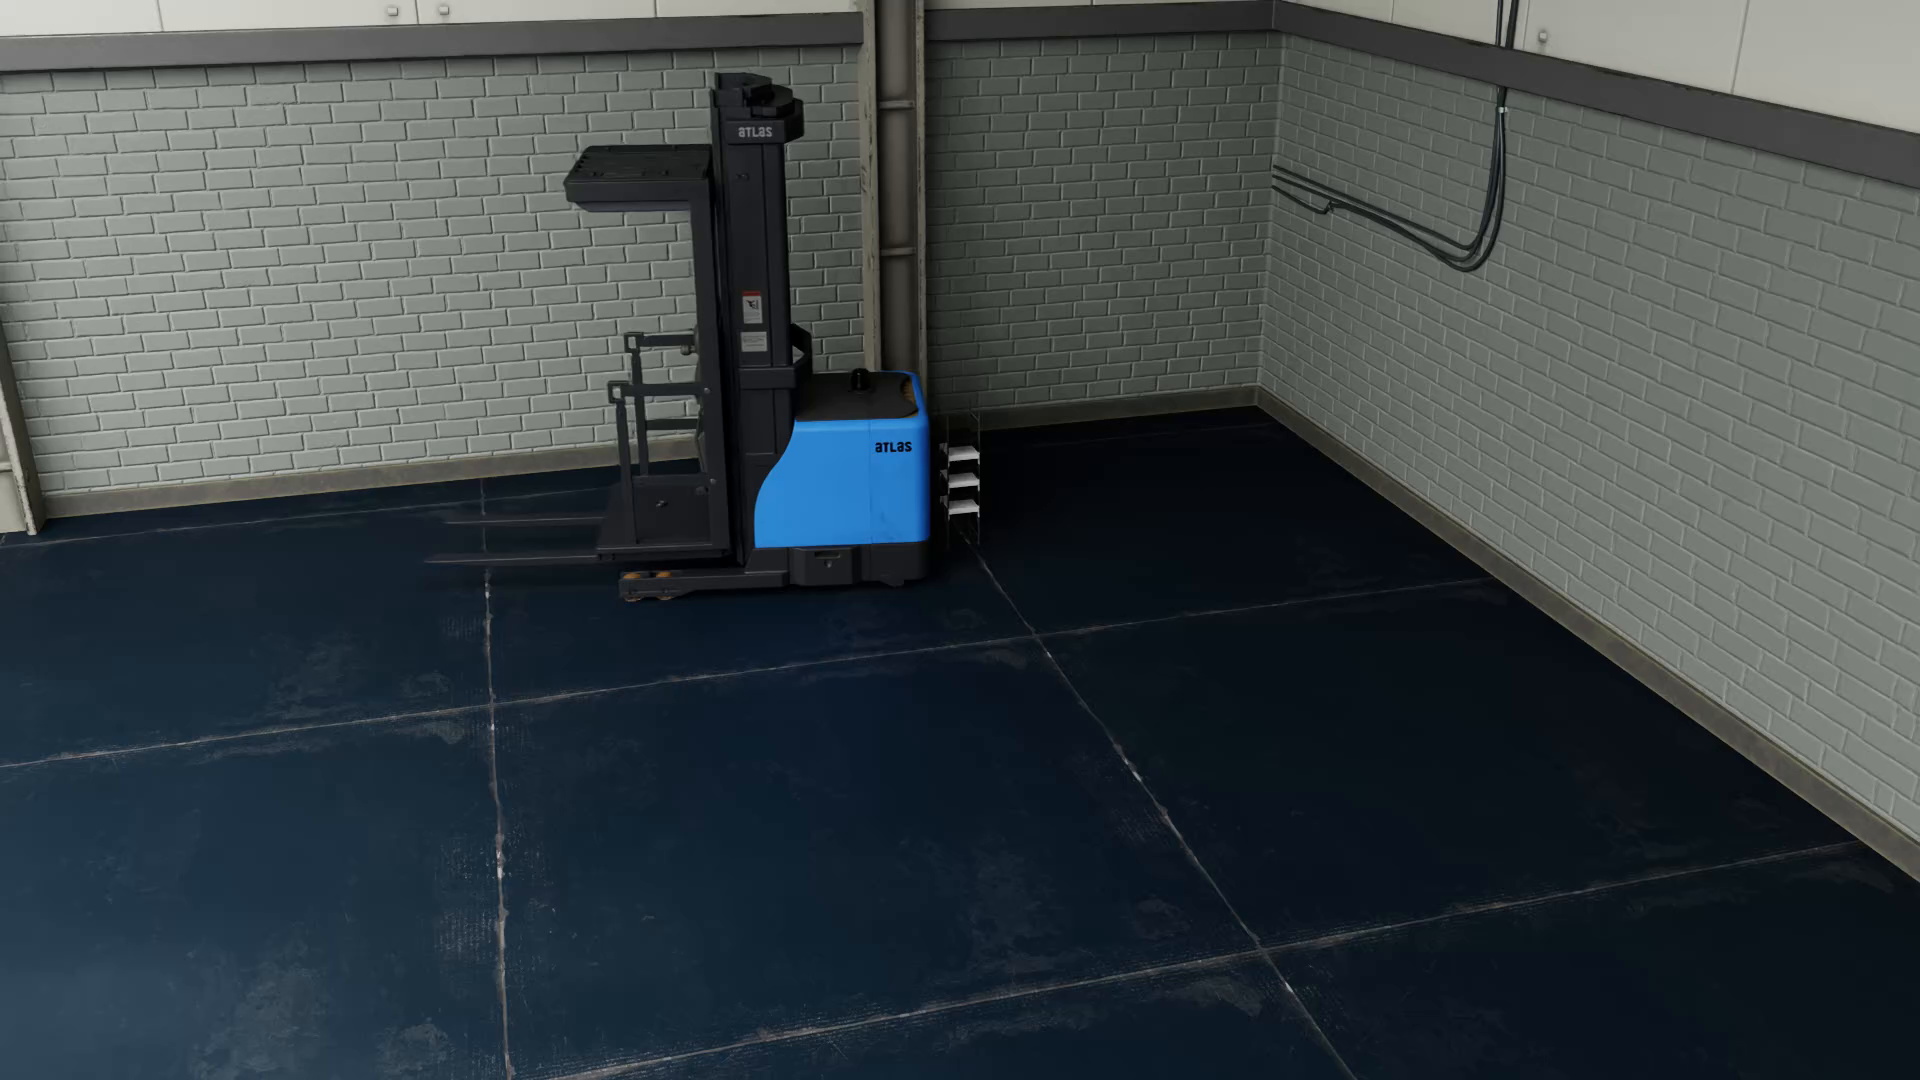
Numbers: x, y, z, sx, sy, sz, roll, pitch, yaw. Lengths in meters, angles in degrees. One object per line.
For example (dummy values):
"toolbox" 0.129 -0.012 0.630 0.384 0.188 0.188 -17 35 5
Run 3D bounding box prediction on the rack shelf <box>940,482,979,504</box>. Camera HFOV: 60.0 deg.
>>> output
"rack shelf" -0.008 -0.299 10.619 0.200 0.077 0.258 -6 24 -14

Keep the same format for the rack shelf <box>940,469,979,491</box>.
"rack shelf" -0.008 -0.382 10.584 0.200 0.077 0.258 -6 24 -14

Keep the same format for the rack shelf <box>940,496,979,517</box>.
"rack shelf" -0.008 -0.217 10.655 0.200 0.077 0.258 -6 24 -14

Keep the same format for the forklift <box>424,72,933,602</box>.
"forklift" -1.711 -1.198 9.826 3.031 2.935 1.130 -2 23 -5

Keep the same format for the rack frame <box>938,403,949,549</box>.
"rack frame" -0.106 -0.402 10.545 0.006 0.900 0.240 -6 24 -14

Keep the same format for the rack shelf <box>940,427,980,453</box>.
"rack shelf" -0.008 -0.630 10.477 0.200 0.077 0.258 -6 24 -14

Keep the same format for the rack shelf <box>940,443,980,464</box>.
"rack shelf" -0.008 -0.547 10.513 0.200 0.077 0.258 -6 24 -14

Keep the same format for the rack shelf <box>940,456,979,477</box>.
"rack shelf" -0.008 -0.465 10.548 0.200 0.077 0.258 -6 24 -14

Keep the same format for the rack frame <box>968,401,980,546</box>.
"rack frame" 0.090 -0.424 10.596 0.006 0.900 0.240 -6 24 -14

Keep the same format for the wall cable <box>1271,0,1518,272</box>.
"wall cable" 2.725 -3.234 10.814 0.112 2.526 3.097 -6 24 -14

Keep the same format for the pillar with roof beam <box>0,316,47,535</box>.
"pillar with roof beam" -5.082 -2.576 5.342 0.400 9.000 9.100 -6 24 -14

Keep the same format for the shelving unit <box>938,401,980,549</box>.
"shelving unit" -0.008 -0.413 10.571 0.210 0.900 0.258 -6 24 -14

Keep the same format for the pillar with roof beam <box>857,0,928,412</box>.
"pillar with roof beam" 0.695 -3.215 6.831 0.400 9.000 9.100 -6 24 -14
